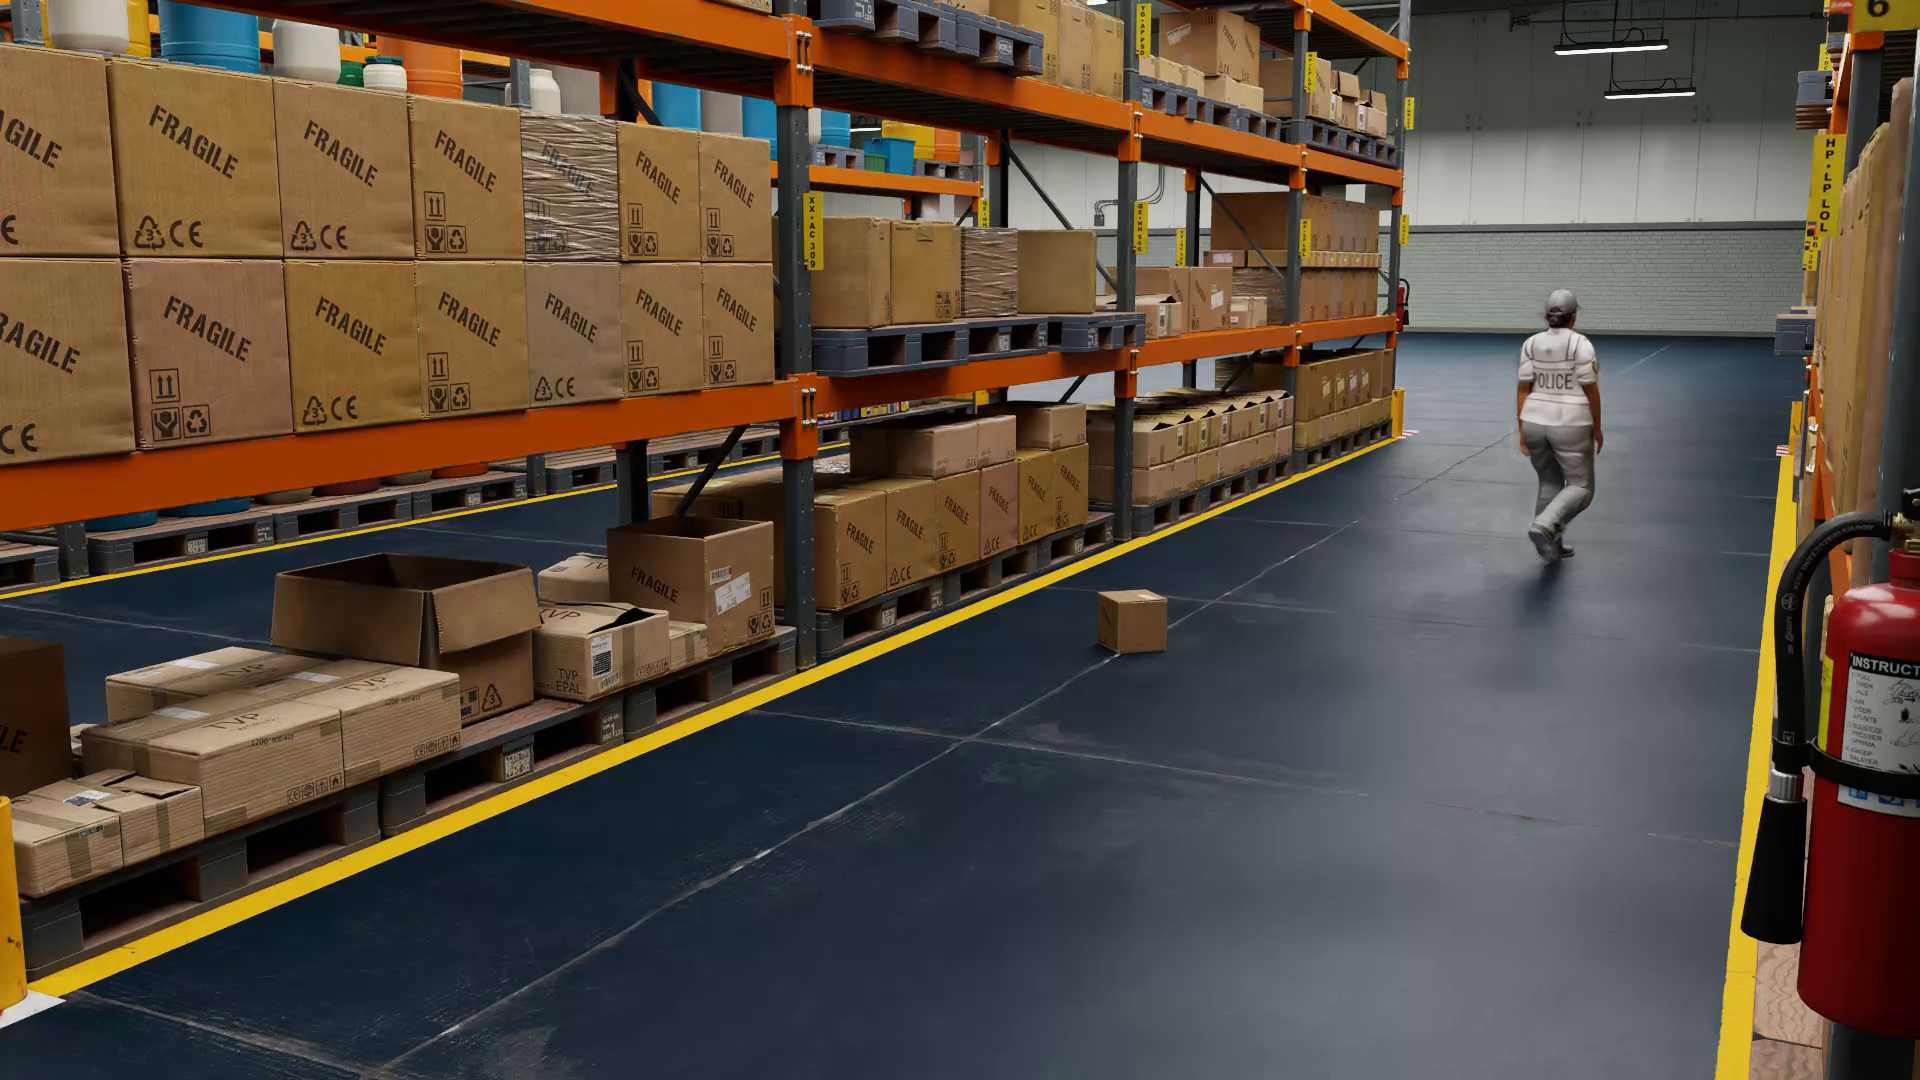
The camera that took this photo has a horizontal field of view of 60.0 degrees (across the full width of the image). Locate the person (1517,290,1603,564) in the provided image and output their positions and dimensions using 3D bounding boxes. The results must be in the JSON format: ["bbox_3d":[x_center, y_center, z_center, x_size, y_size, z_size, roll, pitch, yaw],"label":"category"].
[{"bbox_3d":[3.547,-0.664,9.893,0.788,1.634,0.483,-7,12,-39],"label":"person"}]
